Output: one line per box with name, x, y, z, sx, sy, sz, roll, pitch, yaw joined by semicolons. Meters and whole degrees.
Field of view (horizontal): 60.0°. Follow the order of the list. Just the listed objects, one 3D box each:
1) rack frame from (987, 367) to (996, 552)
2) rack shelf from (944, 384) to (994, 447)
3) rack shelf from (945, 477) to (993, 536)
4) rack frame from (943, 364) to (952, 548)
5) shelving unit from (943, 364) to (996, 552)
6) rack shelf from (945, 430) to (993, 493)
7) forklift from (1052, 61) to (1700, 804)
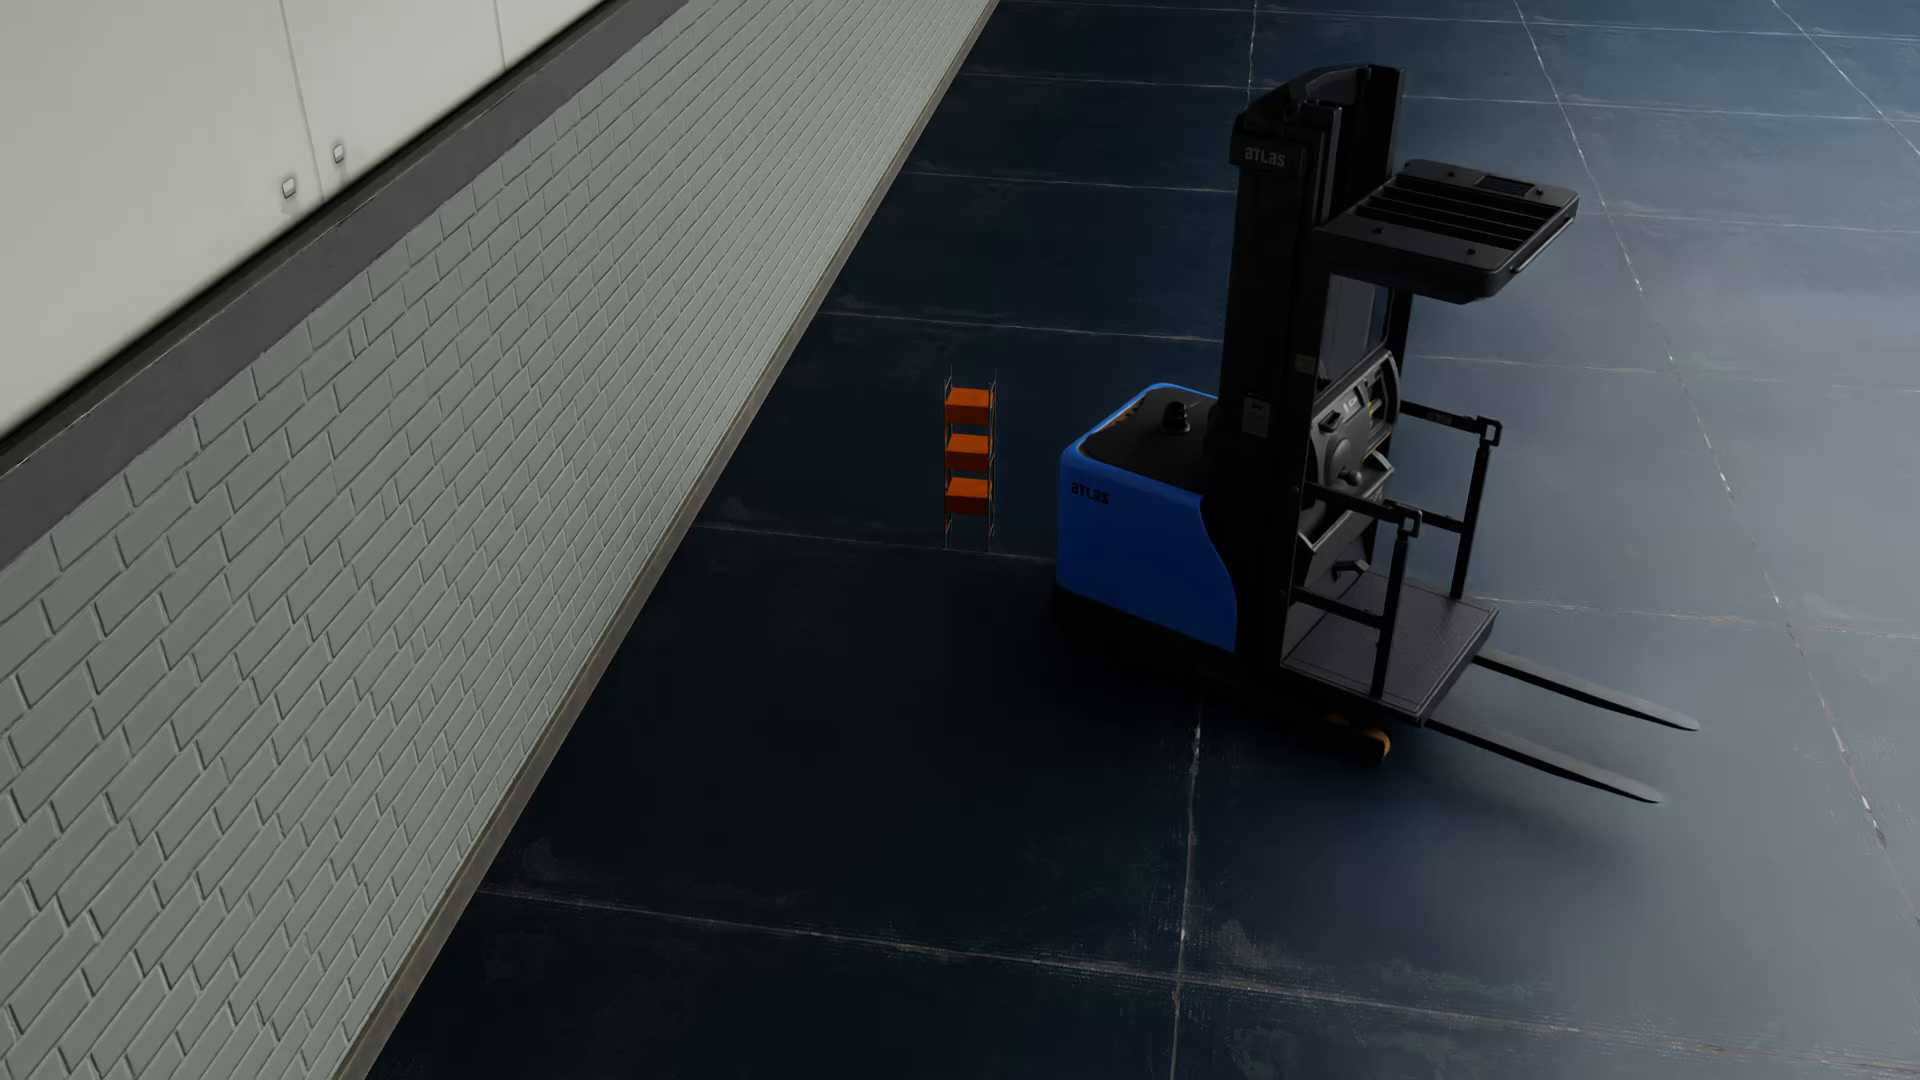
rack frame;0.173;-0.429;9.120;0.008;1.050;0.200;5;32;8
rack shelf;0.053;-0.672;8.993;0.240;0.259;0.215;5;32;8
rack shelf;0.053;-0.196;9.291;0.240;0.259;0.215;5;32;8
rack frame;-0.068;-0.451;9.155;0.008;1.050;0.200;5;32;8
shelving unit;0.053;-0.440;9.138;0.252;1.050;0.215;5;32;8
rack shelf;0.053;-0.431;9.143;0.240;0.259;0.215;5;32;8
forklift;1.975;-0.522;7.495;3.031;2.935;1.130;20;37;29
